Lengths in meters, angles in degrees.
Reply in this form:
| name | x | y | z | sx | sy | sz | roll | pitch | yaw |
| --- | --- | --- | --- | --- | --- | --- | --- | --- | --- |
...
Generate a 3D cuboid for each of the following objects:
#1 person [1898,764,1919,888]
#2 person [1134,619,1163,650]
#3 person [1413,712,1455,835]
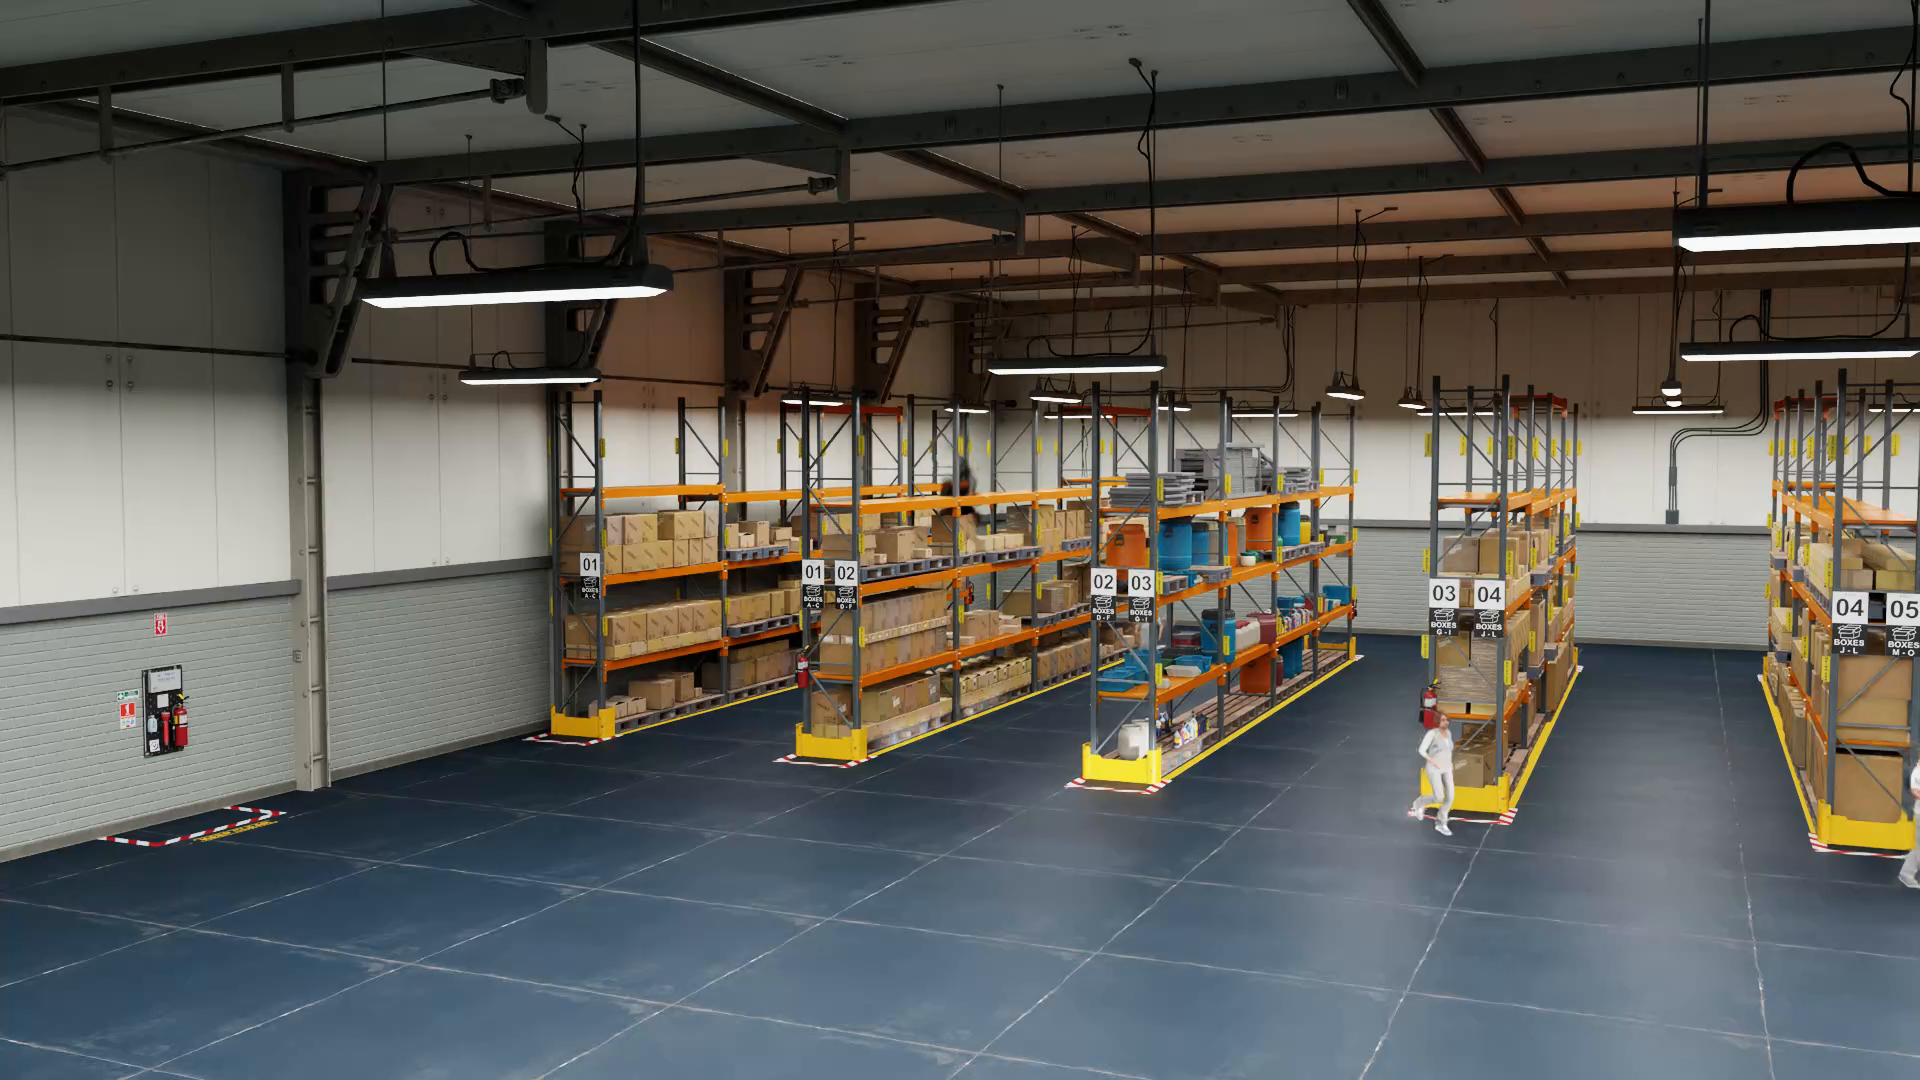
| name | x | y | z | sx | sy | sz | roll | pitch | yaw |
| --- | --- | --- | --- | --- | --- | --- | --- | --- | --- |
| person | 10.882 | 3.108 | 18.572 | 0.660 | 1.842 | 0.754 | -1 | 3 | -15 |
| person | 3.984 | 2.210 | 35.323 | 0.580 | 1.649 | 1.013 | 1 | 3 | 18 |
| person | 6.215 | 3.026 | 21.756 | 0.552 | 1.589 | 0.616 | -2 | 4 | -28 |
